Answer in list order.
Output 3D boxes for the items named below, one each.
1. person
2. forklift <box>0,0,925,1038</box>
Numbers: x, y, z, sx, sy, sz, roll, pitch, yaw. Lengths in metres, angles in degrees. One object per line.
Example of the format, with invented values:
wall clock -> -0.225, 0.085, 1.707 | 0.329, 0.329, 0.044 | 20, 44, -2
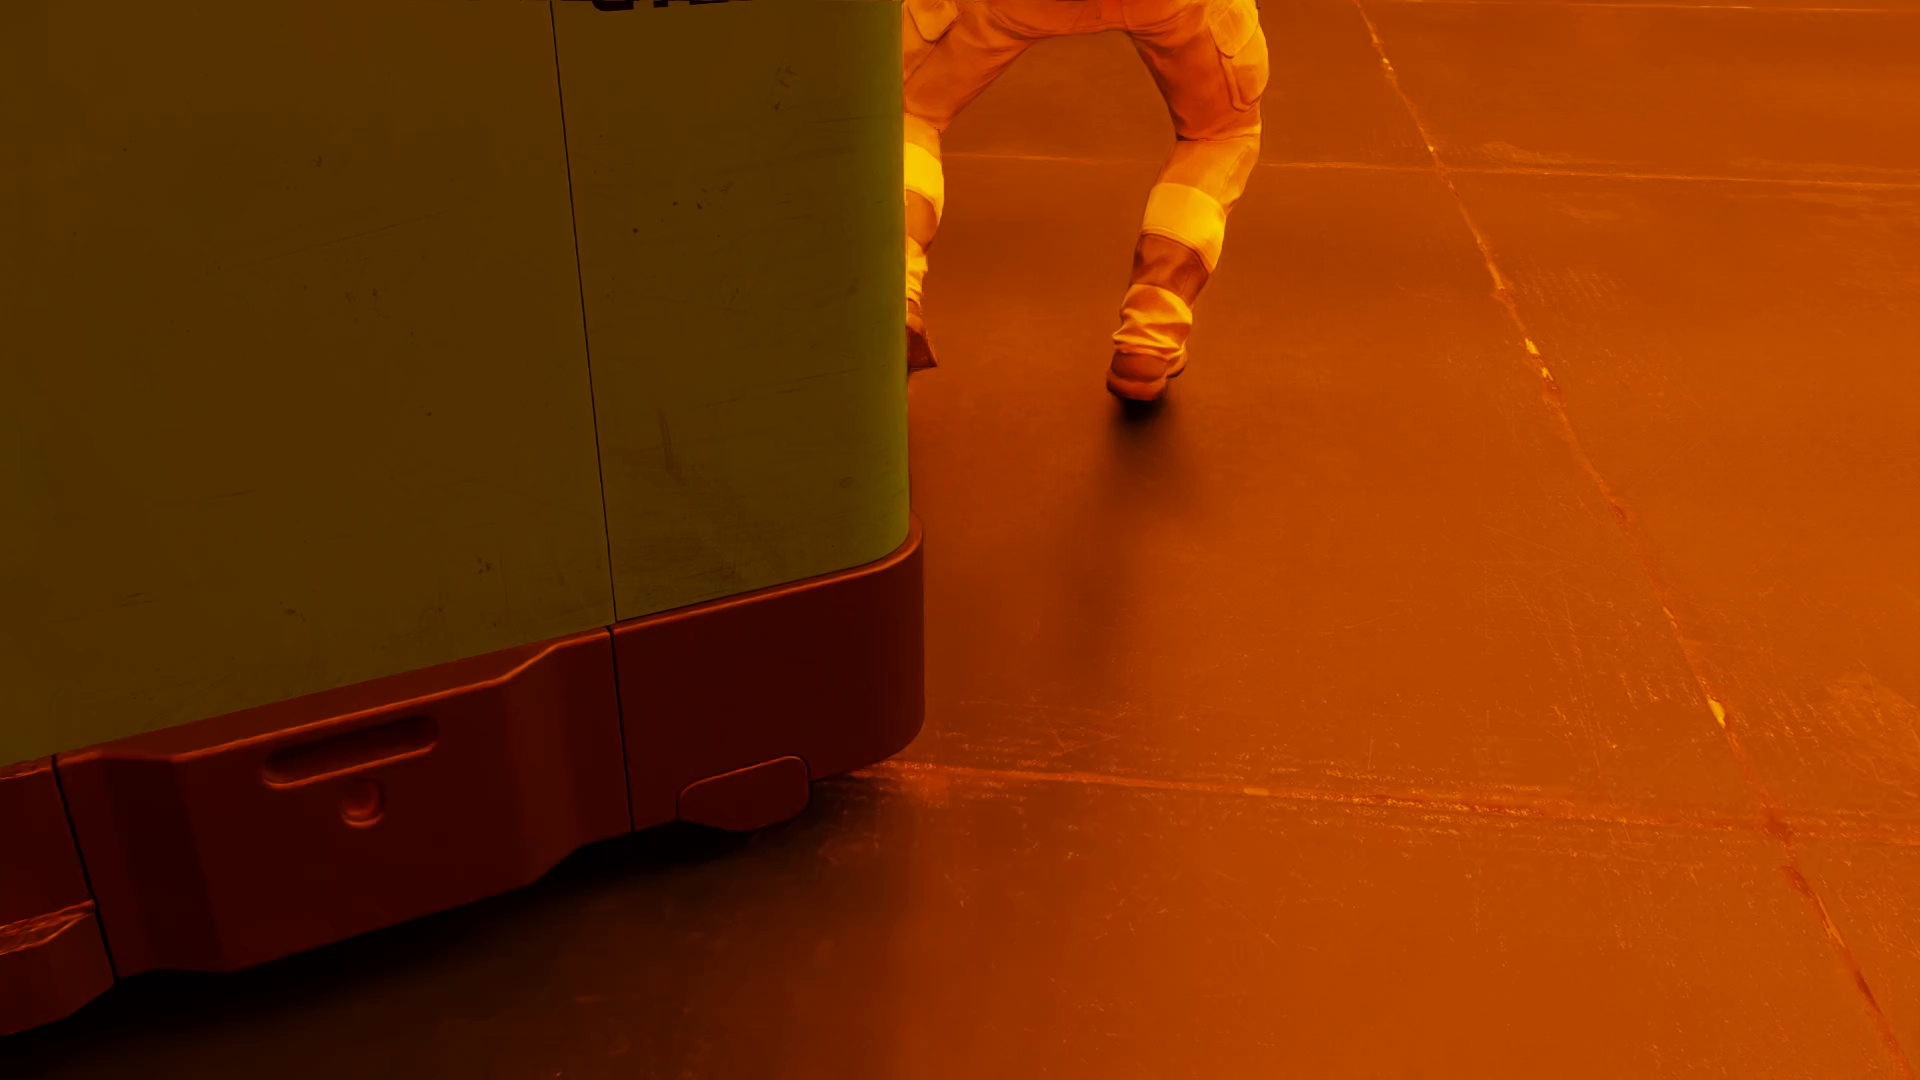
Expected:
person -> 0.348, -0.996, 2.631 | 1.081, 1.604, 0.700 | 0, 27, 1
forklift -> -1.590, -0.917, 1.054 | 3.031, 2.935, 1.130 | -13, 29, -24
